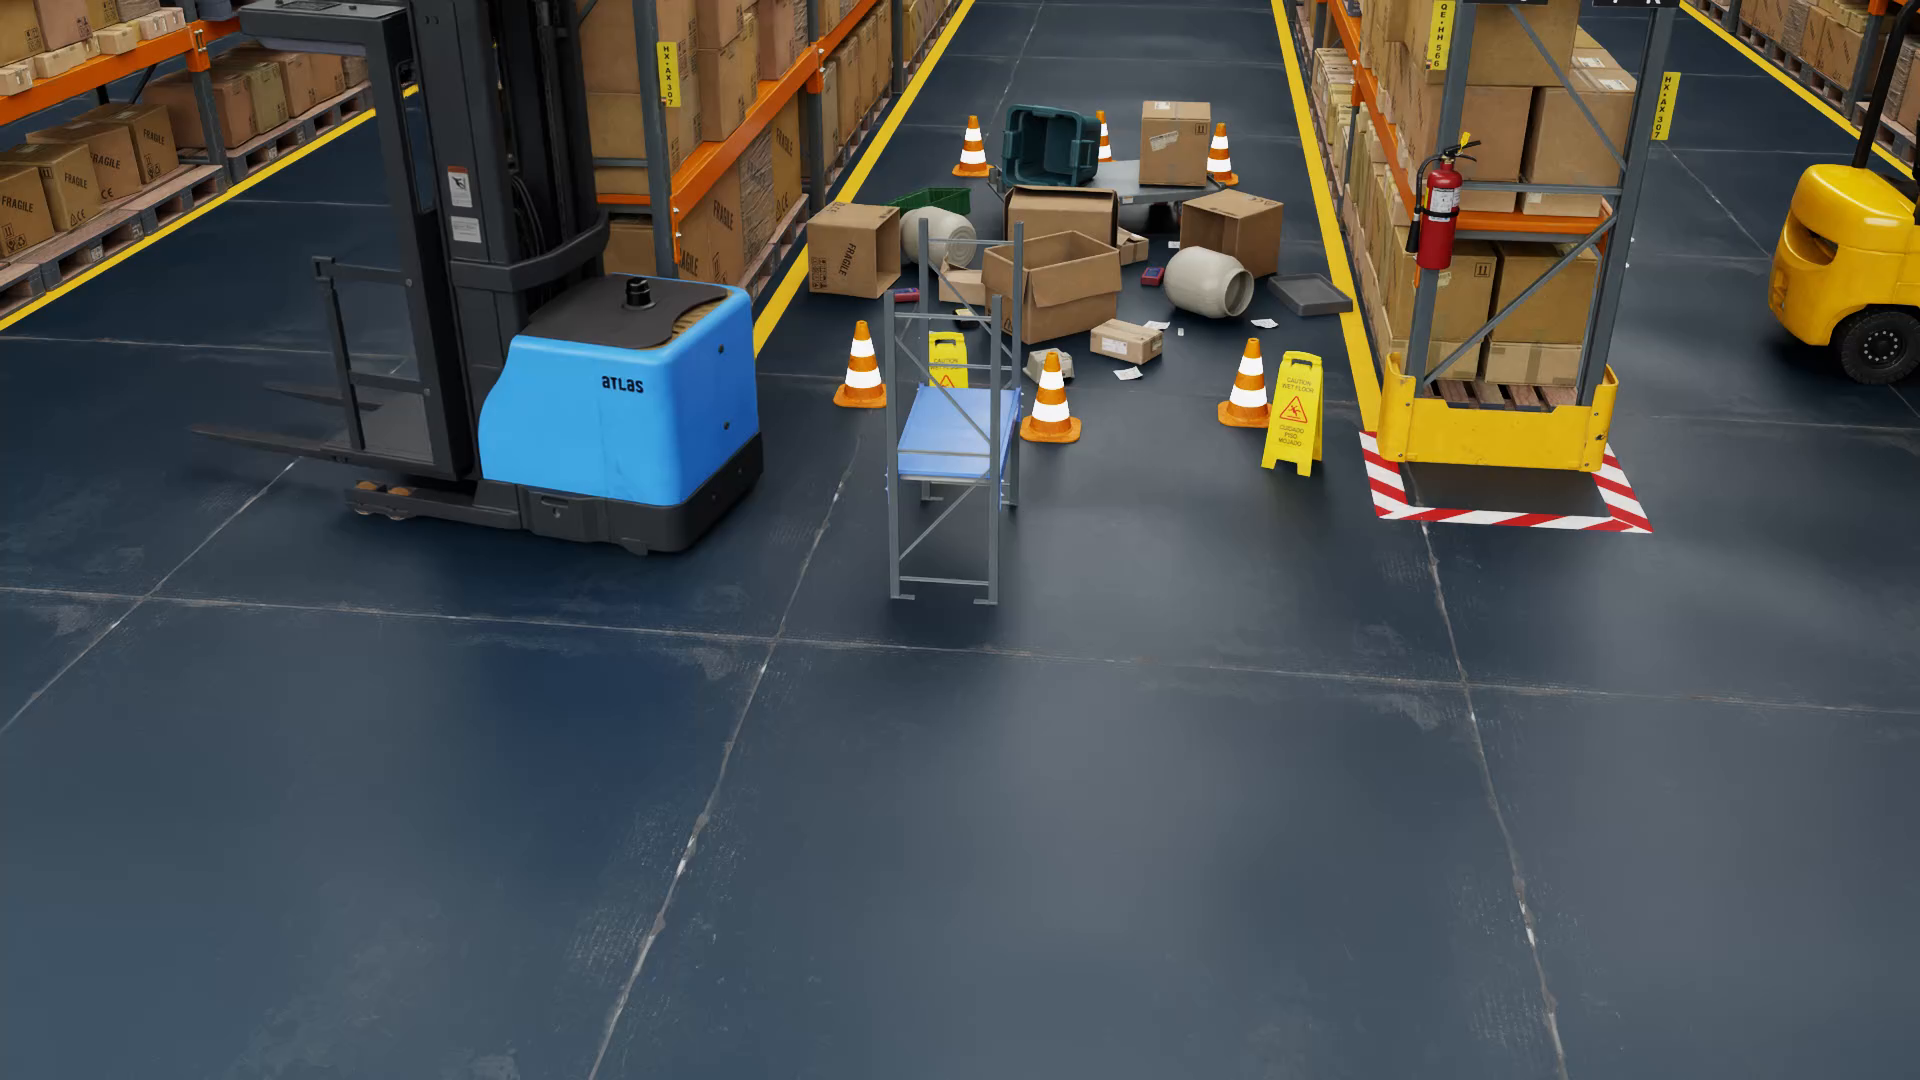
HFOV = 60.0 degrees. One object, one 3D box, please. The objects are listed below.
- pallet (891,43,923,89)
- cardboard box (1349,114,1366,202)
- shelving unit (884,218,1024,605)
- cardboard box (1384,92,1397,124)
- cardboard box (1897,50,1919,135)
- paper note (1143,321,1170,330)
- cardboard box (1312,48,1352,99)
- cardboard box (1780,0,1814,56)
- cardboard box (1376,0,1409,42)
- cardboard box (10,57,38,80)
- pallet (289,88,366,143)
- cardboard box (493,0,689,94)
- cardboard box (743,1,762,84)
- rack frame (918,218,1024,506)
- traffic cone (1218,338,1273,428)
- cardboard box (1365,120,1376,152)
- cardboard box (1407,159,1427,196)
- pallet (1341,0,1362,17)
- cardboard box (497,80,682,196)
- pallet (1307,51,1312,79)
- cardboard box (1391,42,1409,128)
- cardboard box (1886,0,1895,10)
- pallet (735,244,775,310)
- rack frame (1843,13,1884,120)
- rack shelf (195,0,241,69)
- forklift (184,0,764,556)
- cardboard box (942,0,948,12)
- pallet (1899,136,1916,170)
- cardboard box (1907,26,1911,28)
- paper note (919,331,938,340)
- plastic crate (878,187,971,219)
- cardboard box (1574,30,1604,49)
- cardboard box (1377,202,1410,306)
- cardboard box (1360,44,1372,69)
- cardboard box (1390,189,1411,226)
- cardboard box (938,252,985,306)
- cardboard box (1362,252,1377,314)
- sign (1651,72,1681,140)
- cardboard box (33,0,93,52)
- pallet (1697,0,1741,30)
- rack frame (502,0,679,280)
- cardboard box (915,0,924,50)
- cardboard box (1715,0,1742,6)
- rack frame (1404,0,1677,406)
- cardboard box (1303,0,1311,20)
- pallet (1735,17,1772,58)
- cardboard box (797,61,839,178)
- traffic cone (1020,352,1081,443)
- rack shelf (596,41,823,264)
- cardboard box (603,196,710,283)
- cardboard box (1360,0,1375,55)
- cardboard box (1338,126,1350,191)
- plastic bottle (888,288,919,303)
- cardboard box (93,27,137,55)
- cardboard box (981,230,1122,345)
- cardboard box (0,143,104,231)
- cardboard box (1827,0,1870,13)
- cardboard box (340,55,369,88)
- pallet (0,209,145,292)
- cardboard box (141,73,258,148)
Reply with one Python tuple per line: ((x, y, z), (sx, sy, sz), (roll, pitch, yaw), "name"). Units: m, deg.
((-0.963, -4.908, 17.137), (1.003, 0.211, 1.213), (3, 28, 6), "pallet")
((3.034, -2.687, 11.741), (0.500, 0.500, 0.500), (5, 29, 9), "cardboard box")
((-0.010, -0.620, 7.820), (0.538, 1.500, 1.048), (3, 28, 6), "shelving unit")
((2.848, -2.683, 10.332), (0.380, 0.149, 0.250), (3, 28, 6), "cardboard box")
((8.629, -3.780, 14.164), (0.875, 0.625, 0.625), (4, 29, 8), "cardboard box")
((1.278, -1.402, 10.831), (0.148, 0.019, 0.142), (14, 31, 24), "paper note")
((3.785, -4.290, 15.379), (0.950, 0.372, 0.625), (1, 28, 3), "cardboard box")
((8.808, -5.264, 17.051), (0.500, 0.500, 0.500), (2, 28, 4), "cardboard box")
((2.760, -3.114, 9.395), (0.700, 0.500, 0.500), (3, 28, 6), "cardboard box")
((-6.500, -3.173, 11.243), (0.380, 0.149, 0.250), (3, 28, 6), "cardboard box")
((-6.220, -3.936, 15.333), (1.003, 0.211, 1.213), (3, 28, 6), "pallet")
((-1.957, -2.716, 8.832), (0.875, 0.550, 0.550), (3, 28, 6), "cardboard box")
((-1.812, -3.269, 10.997), (0.875, 0.550, 0.550), (3, 28, 6), "cardboard box")
((0.052, -0.859, 8.264), (0.500, 1.500, 0.032), (3, 28, 6), "rack frame")
((1.657, -0.923, 9.474), (0.336, 0.463, 0.334), (3, 28, 6), "traffic cone")
((2.898, -2.676, 11.035), (0.380, 0.149, 0.250), (4, 29, 8), "cardboard box")
((2.639, -1.966, 9.001), (0.380, 0.149, 0.250), (3, 28, 6), "cardboard box")
((3.663, -4.509, 13.659), (1.003, 0.211, 1.213), (3, 28, 6), "pallet")
((-2.040, -2.245, 9.097), (0.875, 0.550, 0.550), (3, 28, 6), "cardboard box")
((4.036, -4.667, 16.690), (1.003, 0.211, 1.213), (3, 28, 6), "pallet")
((2.808, -2.679, 9.641), (0.500, 0.500, 0.500), (3, 28, 6), "cardboard box")
((9.300, -5.206, 16.260), (0.380, 0.149, 0.250), (2, 28, 4), "cardboard box")
((-1.868, -1.728, 11.235), (1.003, 0.211, 1.213), (3, 28, 6), "pallet")
((8.791, -5.241, 14.816), (1.000, 3.000, 0.127), (3, 28, 6), "rack frame")
((-6.216, -4.845, 14.840), (1.077, 0.370, 4.000), (3, 28, 6), "rack shelf")
((-2.609, -1.616, 8.159), (3.031, 2.935, 1.130), (9, 30, 16), "forklift")
((-0.411, -6.372, 19.108), (0.500, 0.500, 0.500), (3, 28, 5), "cardboard box")
((8.500, -3.056, 13.699), (1.003, 0.211, 1.213), (3, 28, 6), "pallet")
((9.201, -4.737, 16.074), (0.500, 0.500, 0.500), (3, 29, 6), "cardboard box")
((-0.169, -1.314, 10.659), (0.144, 0.017, 0.142), (14, 31, 24), "paper note")
((-0.272, -2.514, 12.659), (0.450, 0.188, 0.662), (9, 28, 37), "plastic crate")
((3.339, -2.628, 9.546), (0.500, 0.500, 0.500), (3, 28, 5), "cardboard box")
((2.784, -1.705, 9.917), (0.500, 0.500, 0.500), (4, 29, 8), "cardboard box")
((3.018, -3.405, 11.672), (0.380, 0.149, 0.250), (3, 28, 6), "cardboard box")
((2.702, -1.921, 9.635), (0.380, 0.149, 0.250), (4, 29, 8), "cardboard box")
((0.067, -1.765, 11.246), (0.396, 0.266, 0.258), (8, 29, 15), "cardboard box")
((2.846, -1.623, 10.555), (0.500, 0.250, 0.500), (2, 28, 4), "cardboard box")
((3.423, -2.112, 8.094), (0.100, 0.325, 0.005), (3, 28, 6), "sign")
((-6.635, -3.713, 11.560), (0.875, 0.500, 0.500), (3, 28, 6), "cardboard box")
((9.367, -6.219, 19.572), (1.003, 0.211, 1.213), (3, 28, 6), "pallet")
((-2.041, -2.002, 8.804), (1.000, 3.000, 0.127), (3, 28, 6), "rack frame")
((-0.662, -5.407, 17.317), (0.500, 0.500, 0.500), (4, 29, 7), "cardboard box")
((9.058, -6.333, 19.406), (0.380, 0.149, 0.250), (3, 28, 5), "cardboard box")
((2.884, -1.762, 8.358), (1.000, 3.000, 0.127), (3, 28, 6), "rack frame")
((4.358, -6.364, 18.697), (0.875, 0.875, 0.875), (4, 29, 8), "cardboard box")
((9.219, -5.511, 18.257), (1.003, 0.211, 1.213), (3, 28, 6), "pallet")
((-1.564, -3.377, 13.285), (1.050, 0.750, 0.750), (3, 28, 6), "cardboard box")
((0.514, -0.827, 9.297), (0.336, 0.463, 0.334), (3, 28, 6), "traffic cone")
((-1.796, -2.627, 10.722), (1.077, 0.370, 4.000), (3, 28, 6), "rack shelf")
((-2.023, -1.575, 9.808), (0.875, 0.875, 0.875), (4, 29, 6), "cardboard box")
((3.044, -3.629, 11.404), (0.500, 0.500, 0.500), (3, 28, 6), "cardboard box")
((3.436, -2.920, 12.835), (0.950, 0.372, 0.625), (4, 29, 7), "cardboard box")
((-0.359, -1.661, 11.269), (0.283, 0.061, 0.133), (-6, 29, -11), "plastic bottle")
((-6.246, -3.636, 12.102), (0.380, 0.149, 0.250), (3, 28, 6), "cardboard box")
((0.587, -1.637, 10.758), (0.797, 0.503, 0.637), (-17, 33, -29), "cardboard box")
((-6.610, -2.552, 12.018), (0.500, 0.500, 0.500), (1, 28, 2), "cardboard box")
((8.757, -5.231, 16.307), (0.380, 0.149, 0.250), (4, 29, 8), "cardboard box")
((-6.088, -4.618, 15.832), (0.700, 0.500, 0.500), (1, 28, 2), "cardboard box")
((-6.655, -2.099, 11.924), (1.003, 0.211, 1.213), (3, 28, 6), "pallet")
((-6.364, -3.602, 13.945), (0.700, 0.500, 0.500), (1, 28, 2), "cardboard box")
